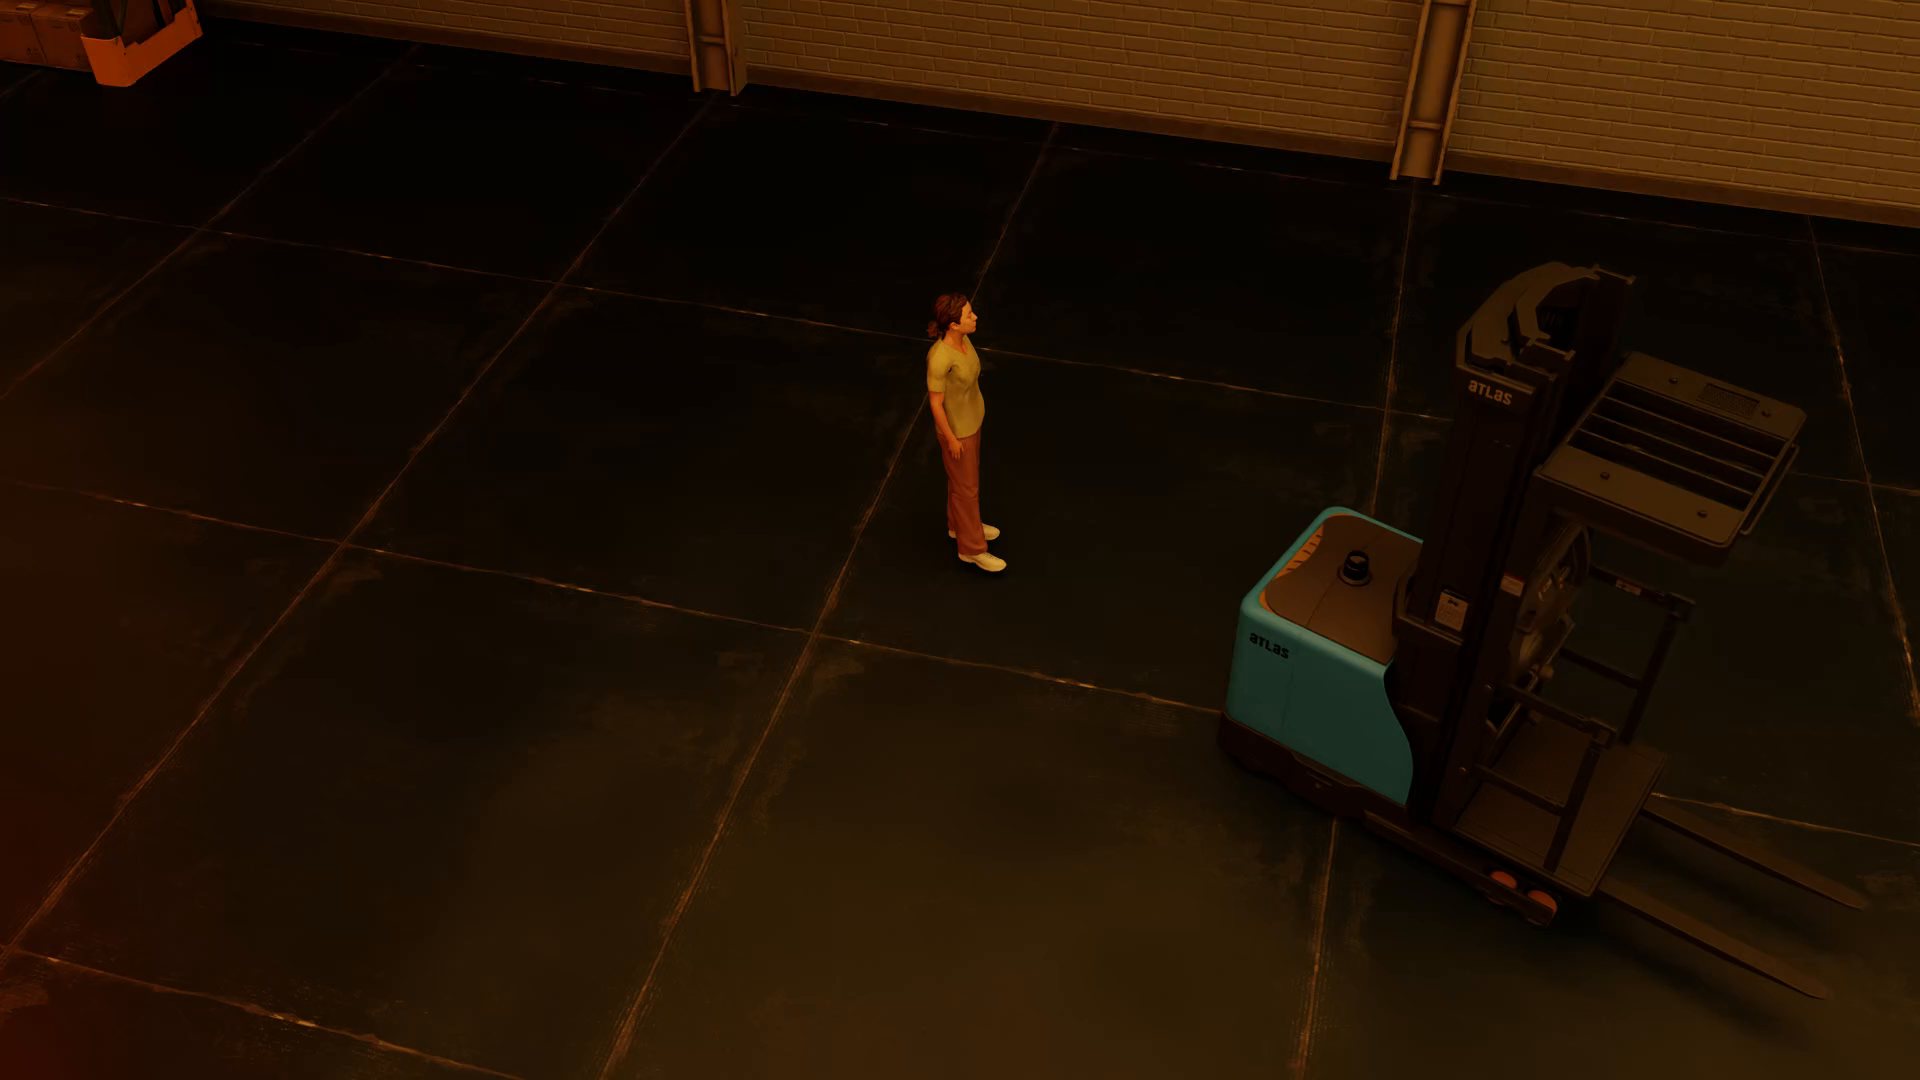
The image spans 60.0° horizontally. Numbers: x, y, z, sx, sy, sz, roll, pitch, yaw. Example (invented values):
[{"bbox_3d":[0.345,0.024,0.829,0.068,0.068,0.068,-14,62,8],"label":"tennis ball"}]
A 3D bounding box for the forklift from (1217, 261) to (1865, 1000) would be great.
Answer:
[{"bbox_3d":[2.843,0.341,7.473,3.031,2.935,1.130,26,48,27],"label":"forklift"}]

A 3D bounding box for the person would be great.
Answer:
[{"bbox_3d":[0.068,-0.646,9.479,0.548,1.675,0.552,10,42,11],"label":"person"}]
